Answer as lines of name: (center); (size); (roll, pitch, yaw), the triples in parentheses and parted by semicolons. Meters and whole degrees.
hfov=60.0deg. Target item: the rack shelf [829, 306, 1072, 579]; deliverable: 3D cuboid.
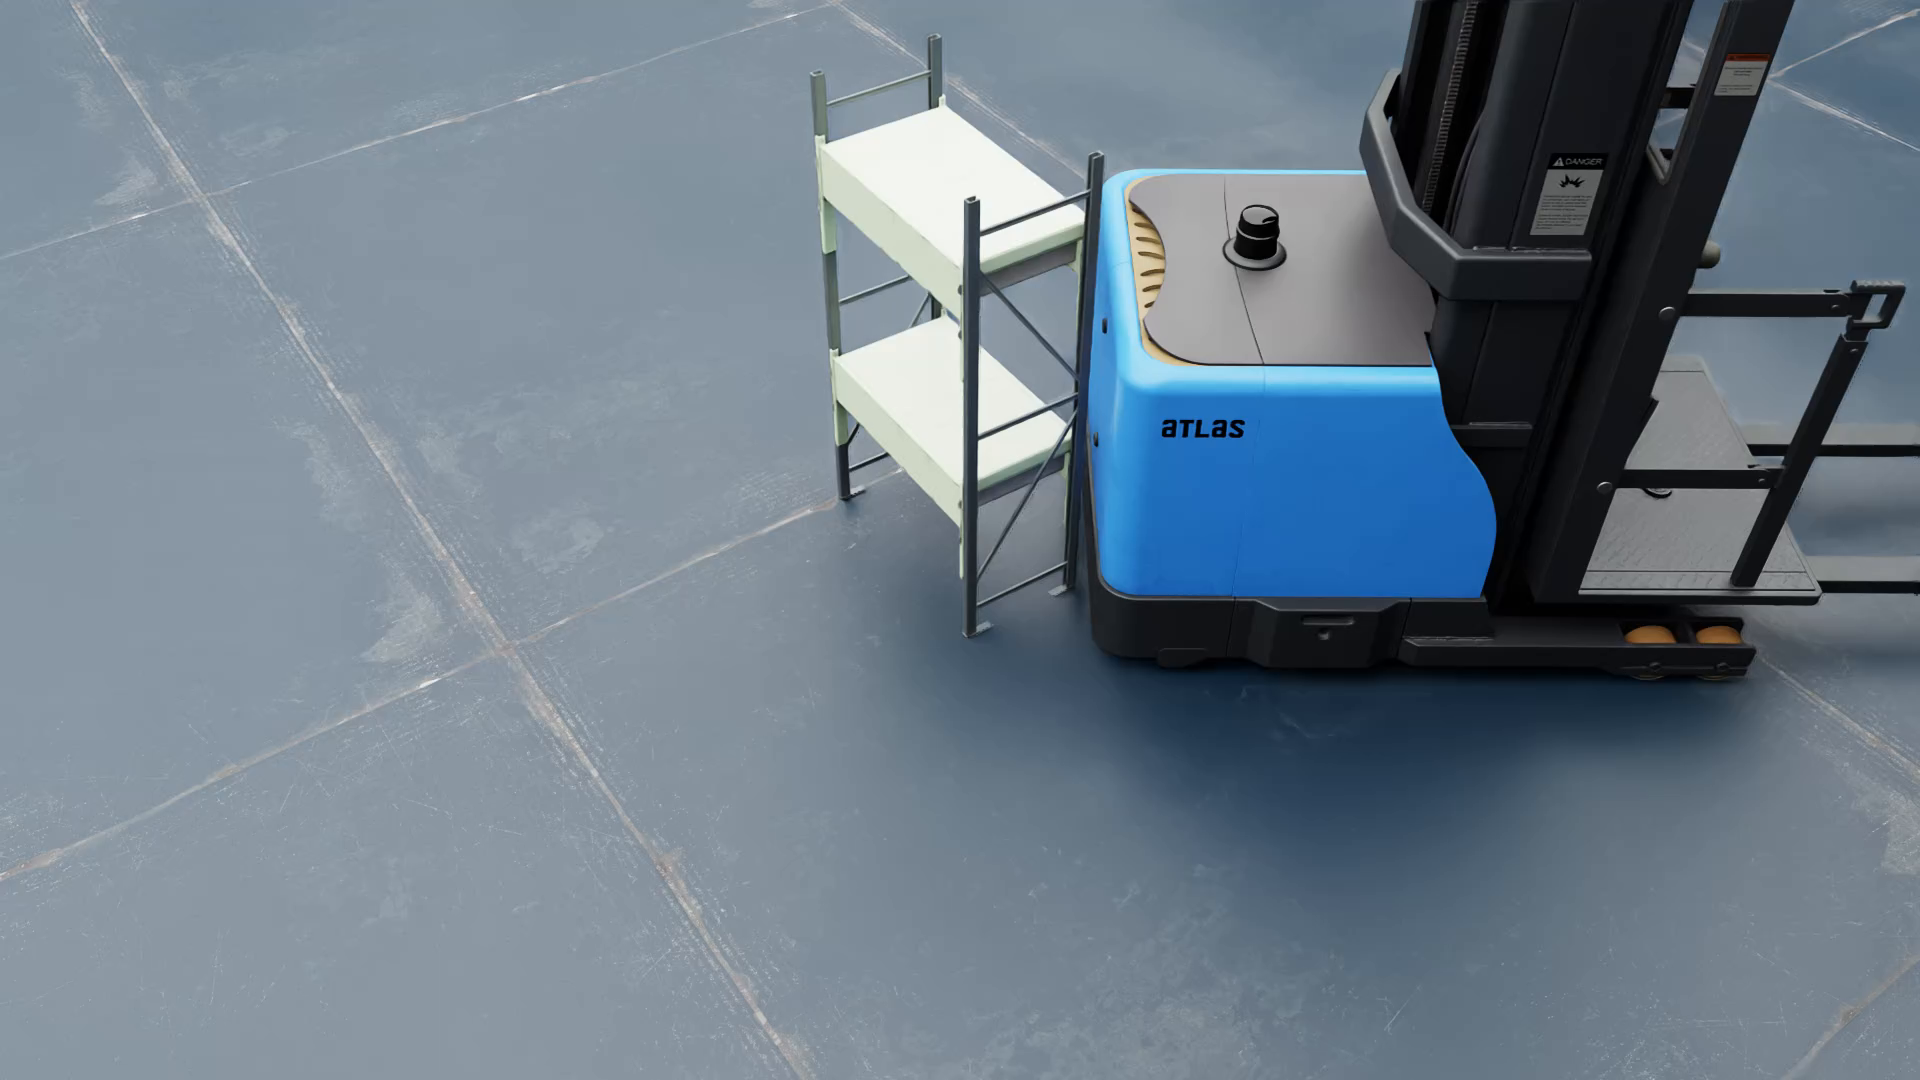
rack shelf: (-0.021, -0.306, 4.956); (0.431, 0.370, 0.720); (-24, 49, -23)

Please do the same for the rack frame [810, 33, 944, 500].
rack frame: (-0.222, -0.753, 4.952); (0.400, 1.500, 0.023); (-24, 49, -23)

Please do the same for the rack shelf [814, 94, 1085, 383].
rack shelf: (-0.021, -0.824, 4.462); (0.431, 0.370, 0.720); (-24, 49, -23)

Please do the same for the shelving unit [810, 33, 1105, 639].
shelving unit: (-0.021, -0.542, 4.731); (0.431, 1.500, 0.755); (-24, 49, -23)

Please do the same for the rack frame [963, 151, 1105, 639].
rack frame: (0.181, -0.331, 4.510); (0.400, 1.500, 0.023); (-24, 49, -23)

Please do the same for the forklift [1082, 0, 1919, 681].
forklift: (1.905, -1.024, 4.200); (3.031, 2.935, 1.130); (0, 44, 0)
